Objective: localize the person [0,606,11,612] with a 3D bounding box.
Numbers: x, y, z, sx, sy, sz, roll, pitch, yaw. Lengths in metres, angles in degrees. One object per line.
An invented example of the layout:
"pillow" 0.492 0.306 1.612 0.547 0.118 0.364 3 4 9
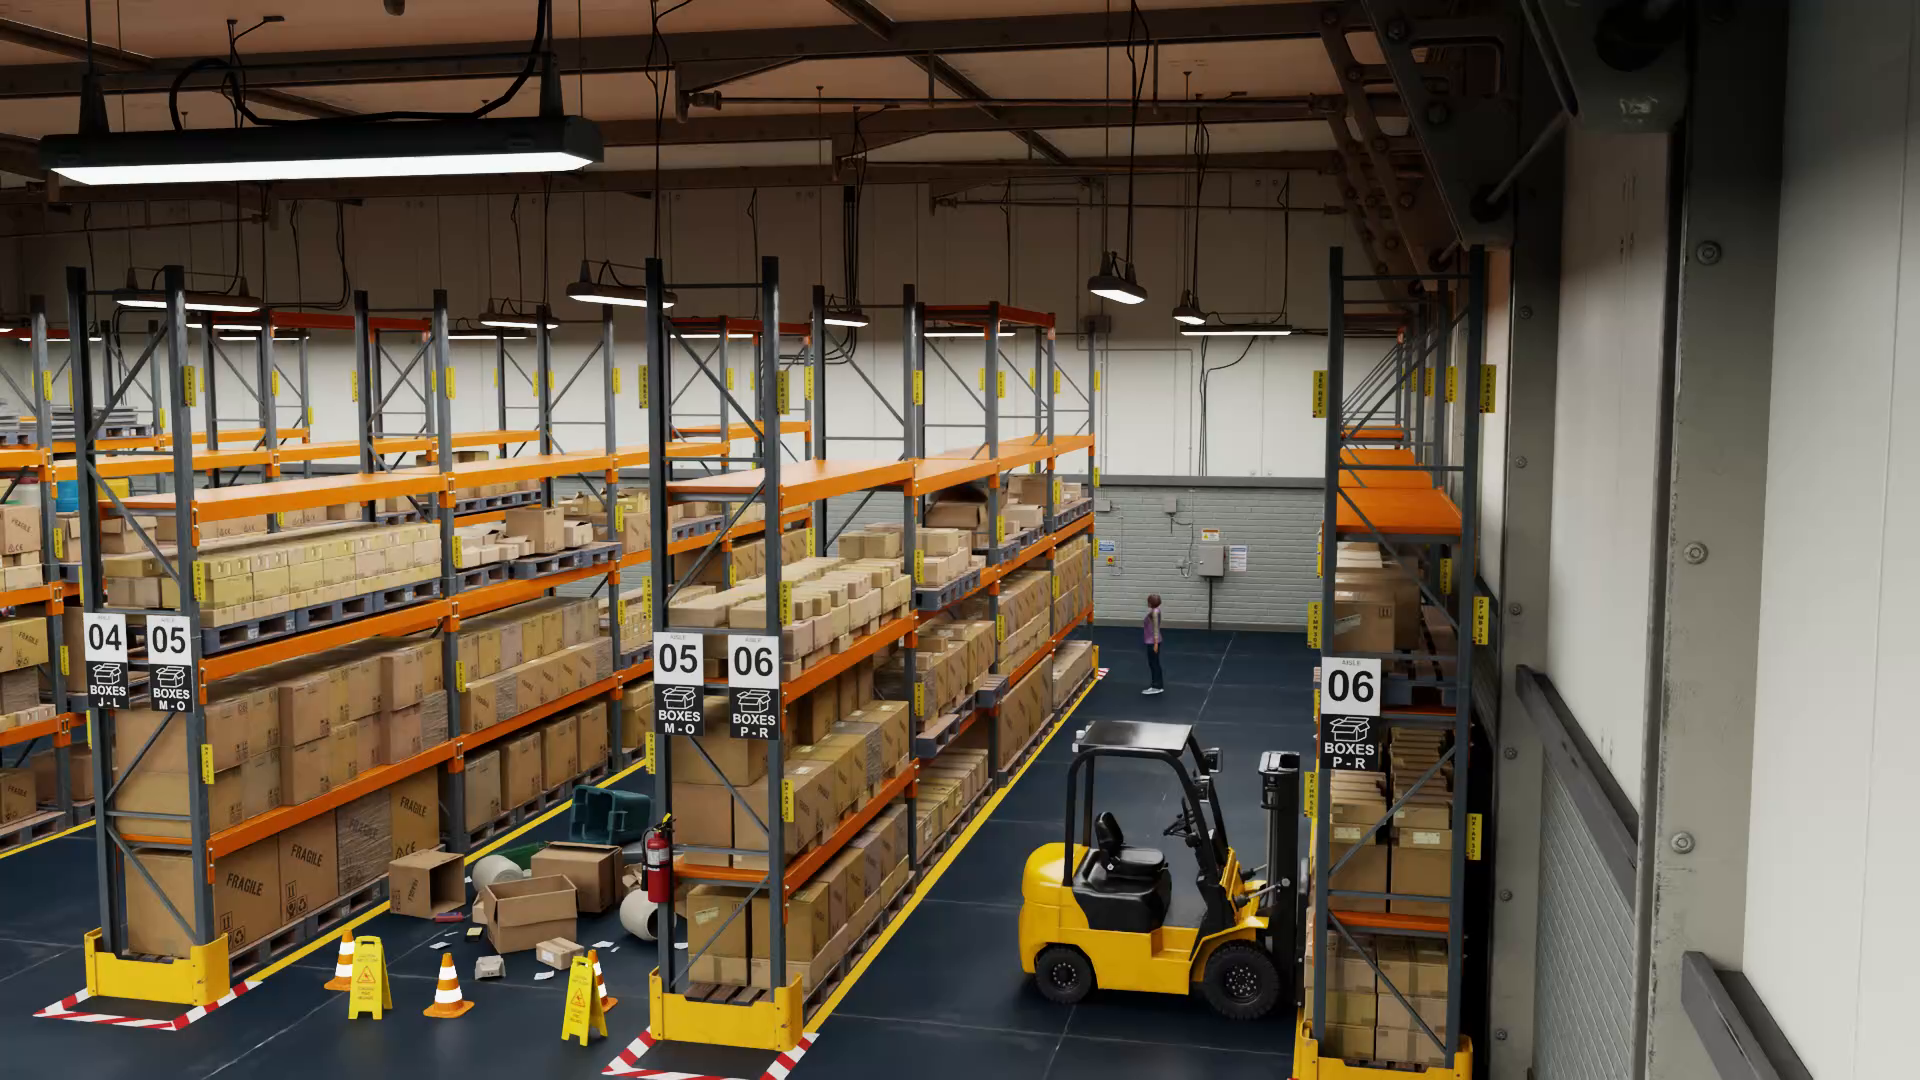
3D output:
"person" -15.822 1.575 27.690 0.532 1.679 0.436 -4 7 -36

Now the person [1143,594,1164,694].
"person" 3.120 1.672 26.743 0.333 1.588 0.475 1 6 14
